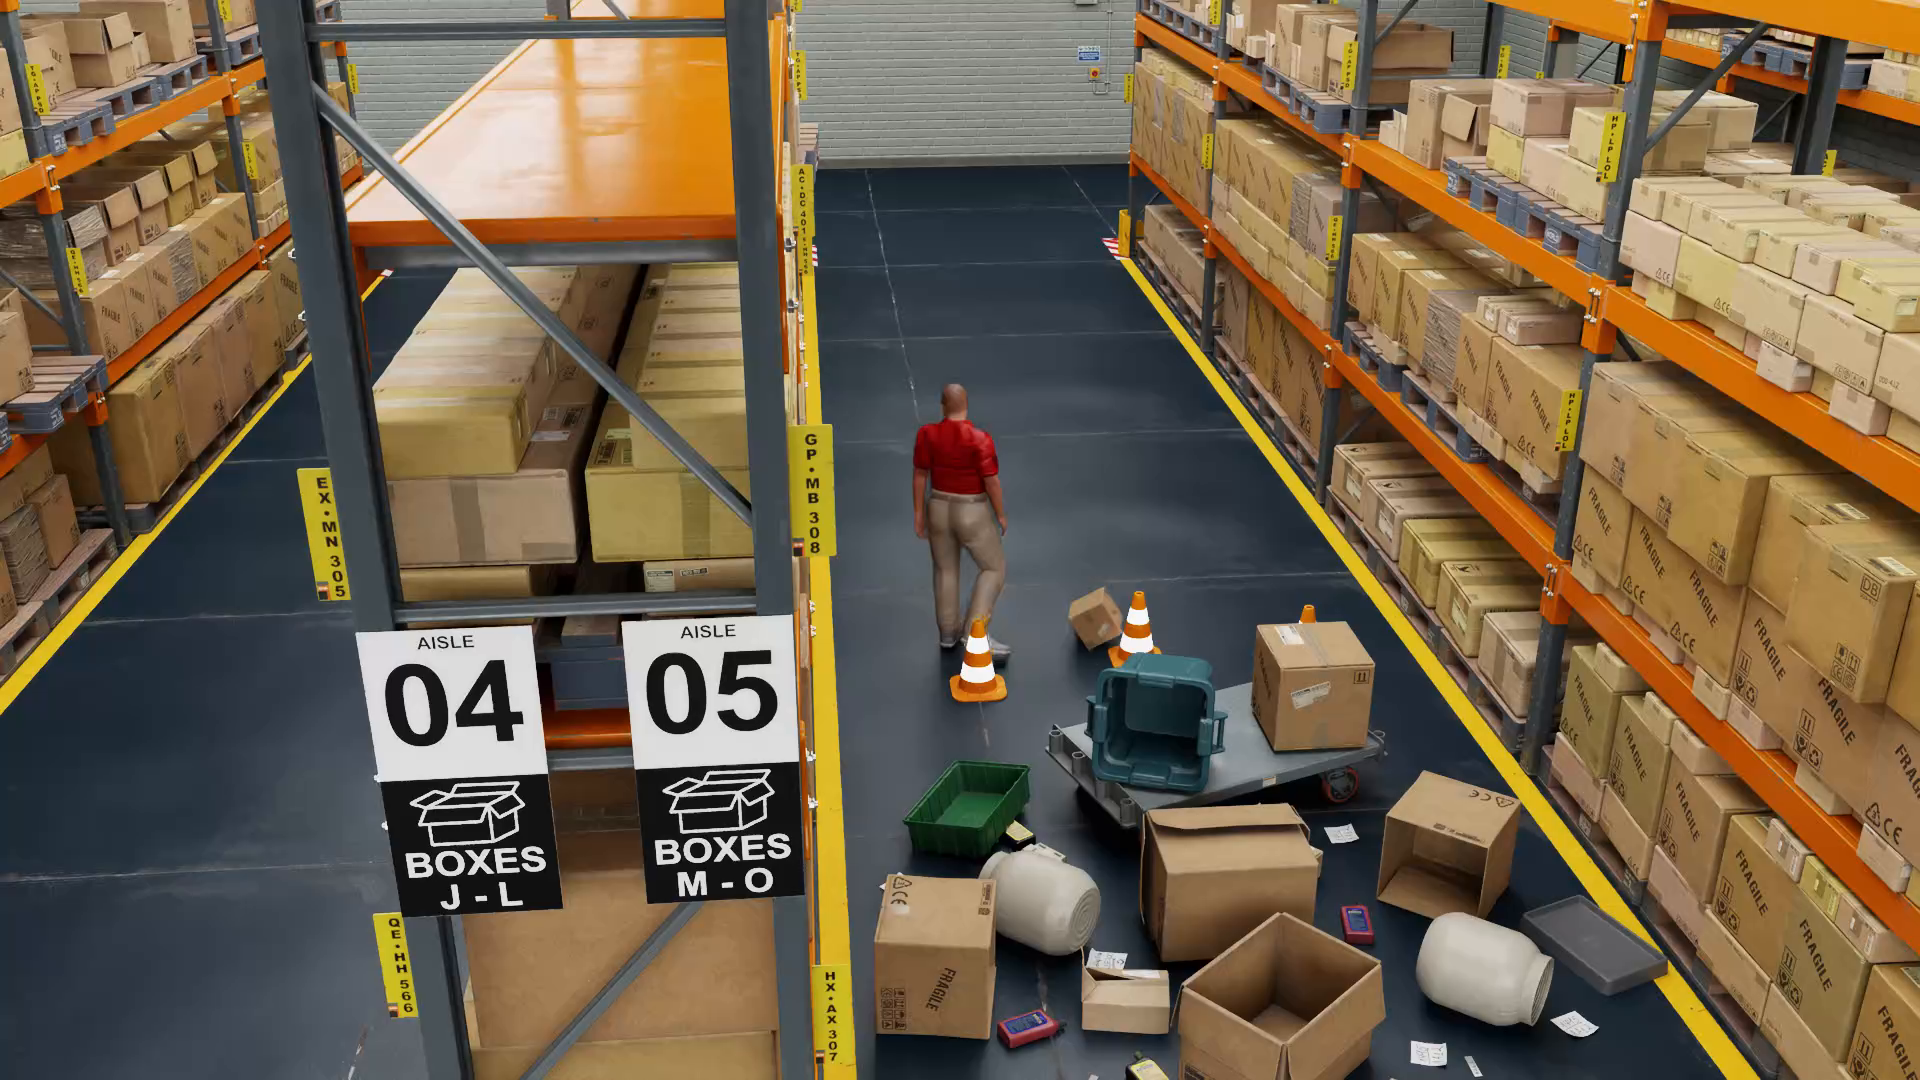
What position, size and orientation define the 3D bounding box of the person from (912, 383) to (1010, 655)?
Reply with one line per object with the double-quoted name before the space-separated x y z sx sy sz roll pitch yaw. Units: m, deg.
"person" 0.037 -0.125 10.366 0.715 1.718 0.489 10 26 22
